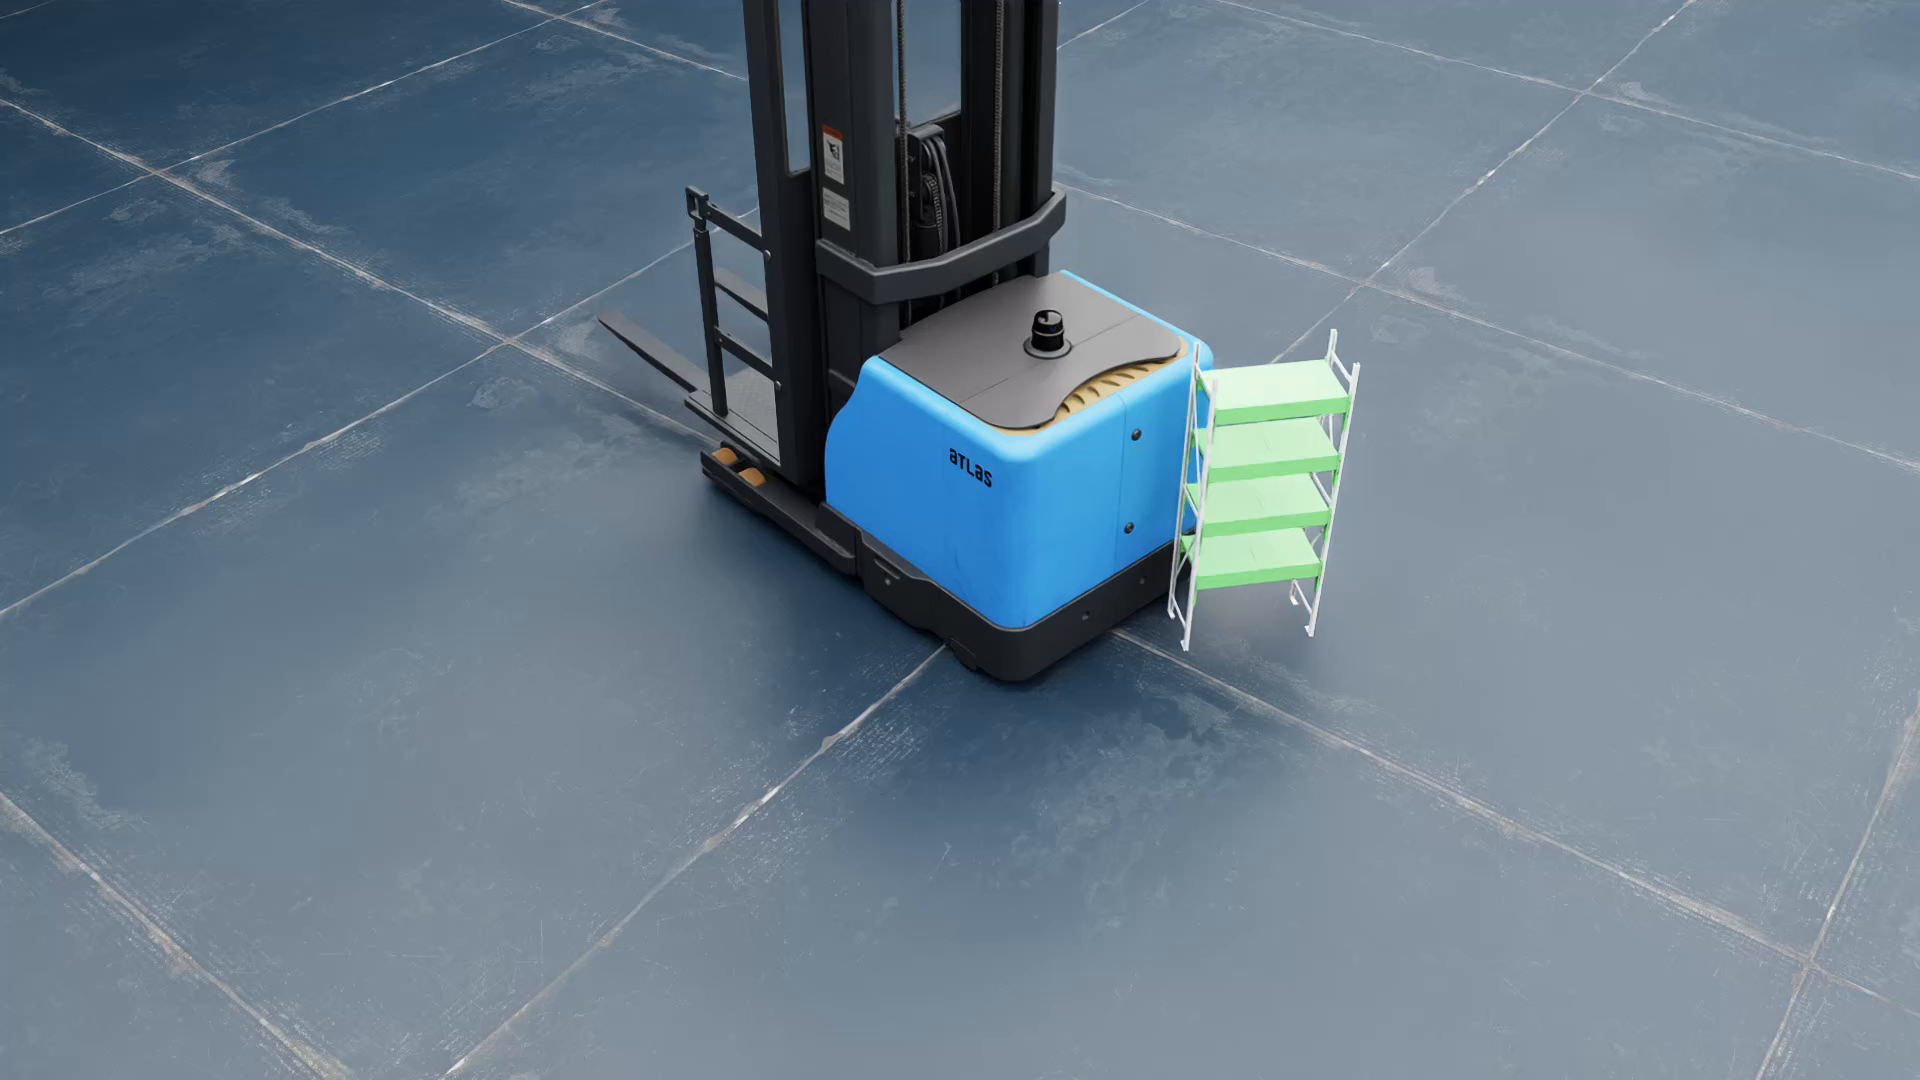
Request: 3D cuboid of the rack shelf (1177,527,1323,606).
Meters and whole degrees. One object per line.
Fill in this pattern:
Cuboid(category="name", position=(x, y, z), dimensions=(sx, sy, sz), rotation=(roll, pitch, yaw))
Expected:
Cuboid(category="rack shelf", position=(1.066, 0.084, 6.162), dimensions=(0.480, 0.148, 0.258), rotation=(-6, 38, -8))

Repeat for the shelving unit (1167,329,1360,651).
Cuboid(category="shelving unit", position=(1.066, -0.155, 5.974), dimensions=(0.503, 1.200, 0.258), rotation=(-6, 38, -8))

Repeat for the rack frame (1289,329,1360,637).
Cuboid(category="rack frame", position=(1.307, -0.180, 6.007), dimensions=(0.015, 1.200, 0.240), rotation=(-6, 38, -8))

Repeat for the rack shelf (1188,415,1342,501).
Cuboid(category="rack shelf", position=(1.066, -0.294, 5.866), dimensions=(0.480, 0.148, 0.258), rotation=(-6, 38, -8))

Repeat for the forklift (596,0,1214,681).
Cuboid(category="forklift", position=(-0.438, -1.473, 6.254), dimensions=(1.130, 2.935, 3.031), rotation=(-29, 46, -32))

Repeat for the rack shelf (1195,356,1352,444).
Cuboid(category="rack shelf", position=(1.066, -0.482, 5.718), dimensions=(0.480, 0.148, 0.258), rotation=(-6, 38, -8))

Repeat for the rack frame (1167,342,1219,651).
Cuboid(category="rack frame", position=(0.826, -0.129, 5.942), dimensions=(0.015, 1.200, 0.240), rotation=(-6, 38, -8))

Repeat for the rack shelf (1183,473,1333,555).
Cuboid(category="rack shelf", position=(1.066, -0.105, 6.014), dimensions=(0.480, 0.148, 0.258), rotation=(-6, 38, -8))
